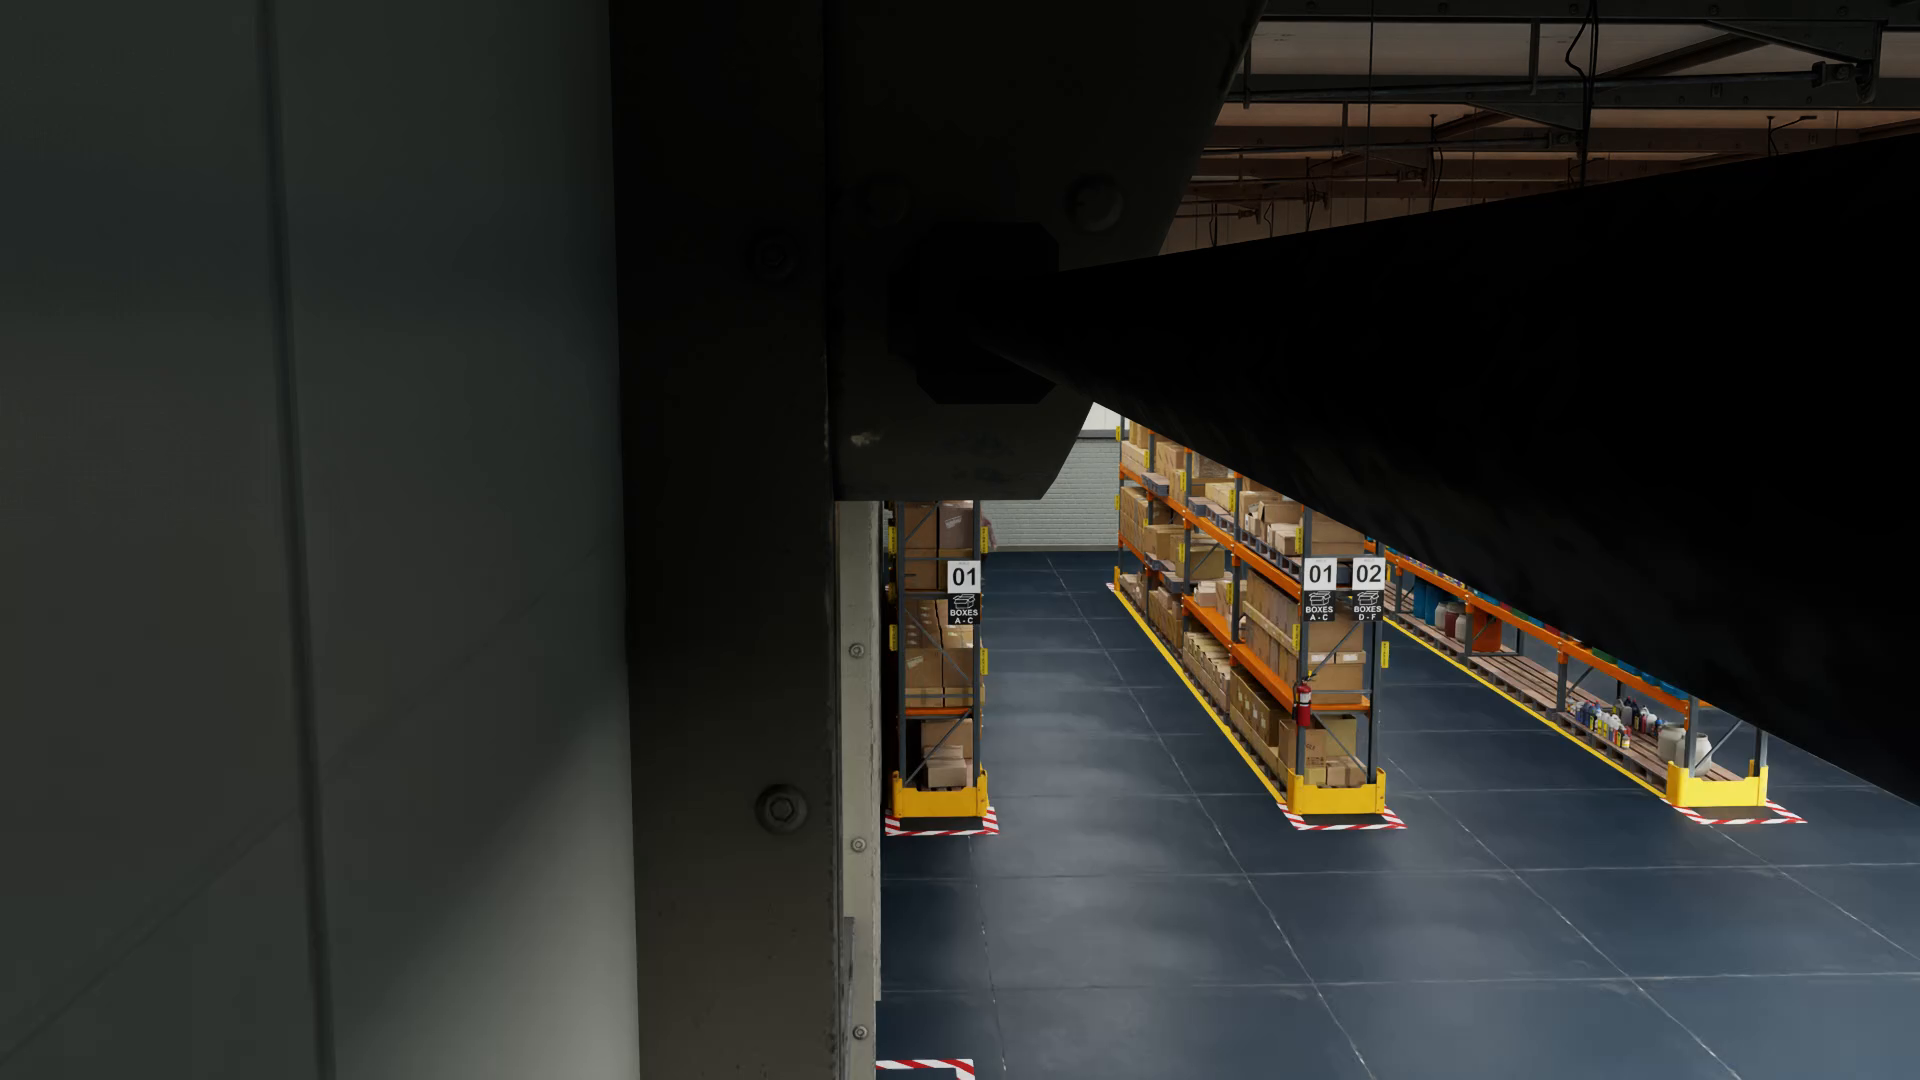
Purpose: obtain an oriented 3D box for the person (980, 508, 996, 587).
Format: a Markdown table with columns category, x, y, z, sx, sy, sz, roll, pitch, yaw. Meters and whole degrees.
| category | x | y | z | sx | sy | sz | roll | pitch | yaw |
| --- | --- | --- | --- | --- | --- | --- | --- | --- | --- |
| person | 0.459 | 0.135 | 36.995 | 0.570 | 1.727 | 1.160 | -3 | 9 | -17 |
